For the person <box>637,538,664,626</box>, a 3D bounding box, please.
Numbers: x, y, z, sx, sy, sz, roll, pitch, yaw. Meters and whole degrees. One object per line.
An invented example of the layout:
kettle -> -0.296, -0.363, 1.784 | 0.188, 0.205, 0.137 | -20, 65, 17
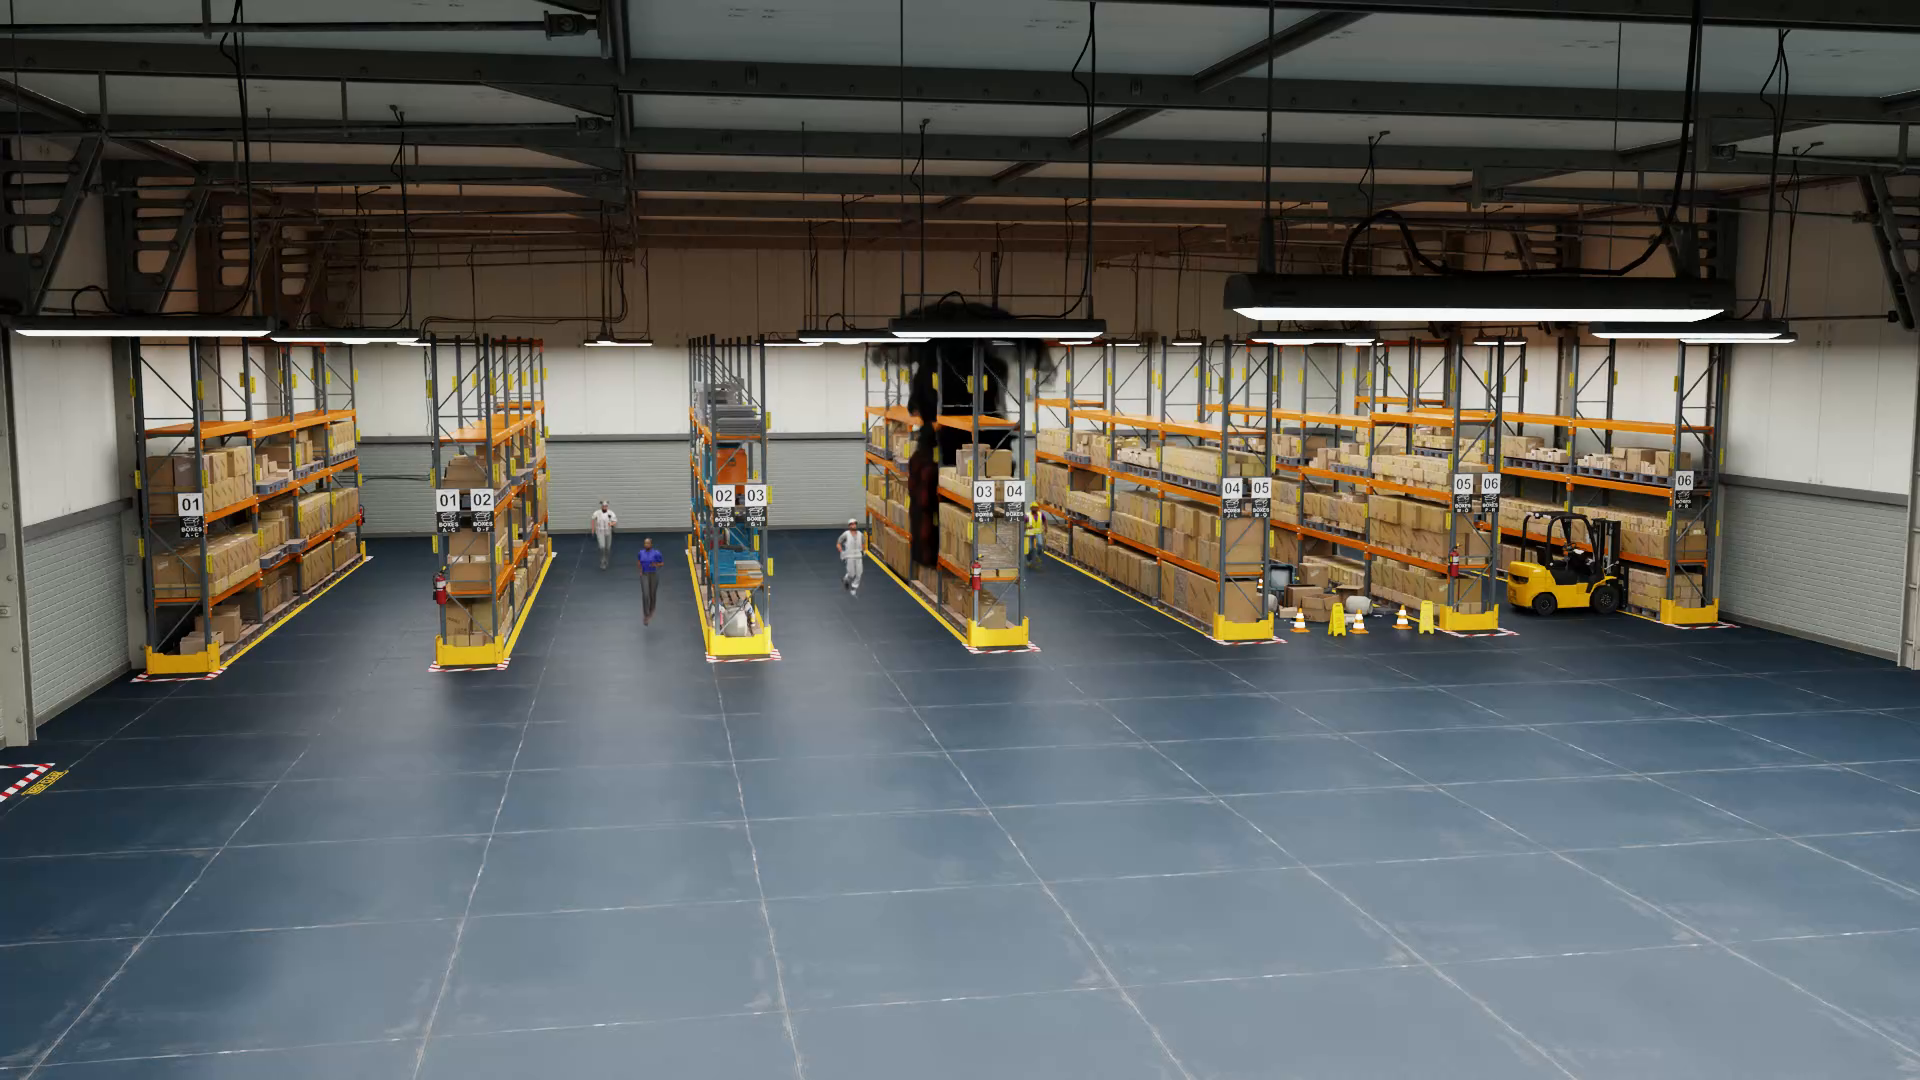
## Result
person -> -6.194, 0.811, 33.327 | 0.553, 1.722, 0.752 | -1, 7, -6

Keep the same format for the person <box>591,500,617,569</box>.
person -> -9.314, -0.131, 43.594 | 0.627, 1.832, 0.852 | -3, 7, -23

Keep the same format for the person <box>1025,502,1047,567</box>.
person -> 1.930, -0.134, 43.090 | 0.724, 1.725, 0.803 | -1, 7, -9

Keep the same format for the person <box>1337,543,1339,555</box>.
person -> 9.999, -0.142, 44.047 | 0.628, 1.673, 0.586 | -1, 7, -10

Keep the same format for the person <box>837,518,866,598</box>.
person -> -2.339, 0.399, 36.408 | 0.658, 1.749, 0.600 | -3, 7, -24
